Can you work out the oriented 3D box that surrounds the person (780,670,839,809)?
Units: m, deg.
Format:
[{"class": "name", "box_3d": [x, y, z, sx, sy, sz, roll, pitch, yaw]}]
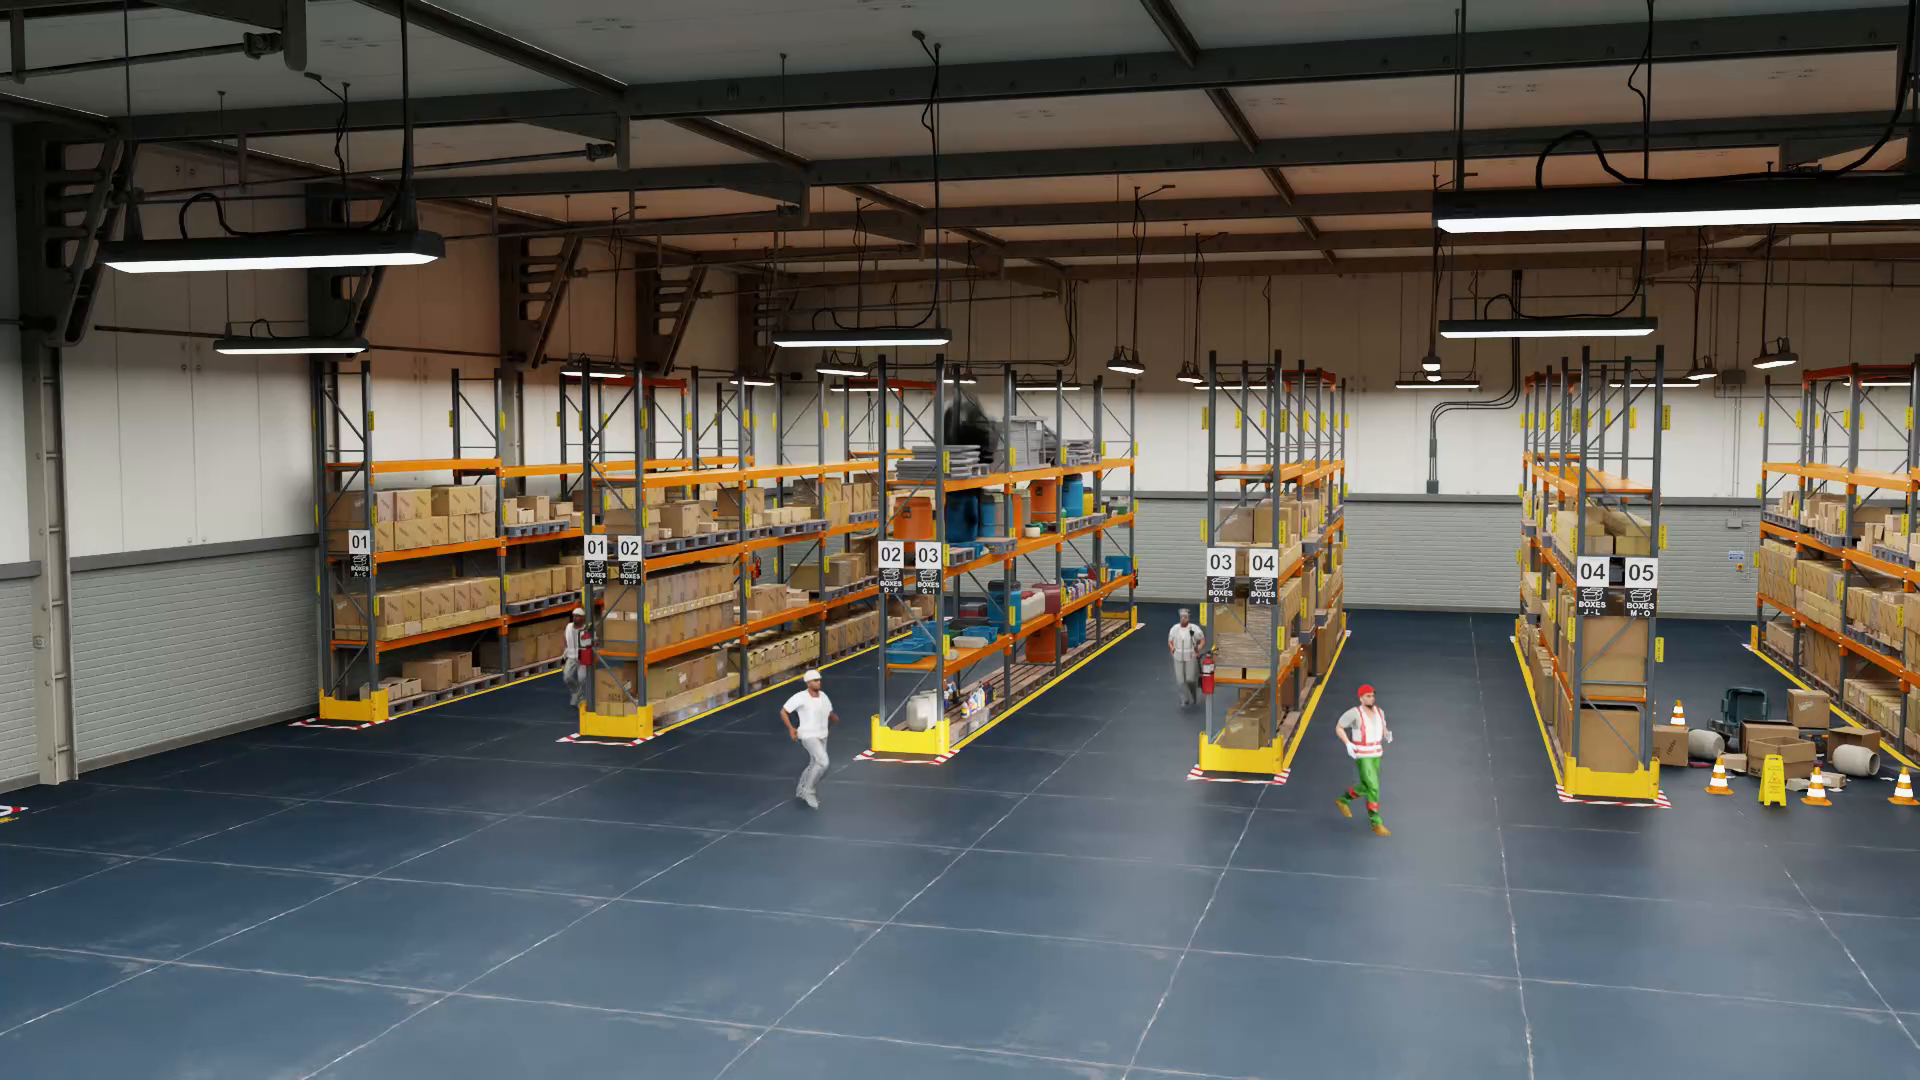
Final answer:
[{"class": "person", "box_3d": [-1.887, 2.579, 21.603, 0.715, 1.782, 0.670, 3, 5, 35]}]

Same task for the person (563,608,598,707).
[{"class": "person", "box_3d": [-6.646, 2.055, 28.907, 0.685, 1.744, 0.604, 1, 4, 9]}]

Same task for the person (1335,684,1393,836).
[{"class": "person", "box_3d": [4.962, 2.653, 20.373, 0.619, 1.795, 0.922, -2, 5, -31]}]

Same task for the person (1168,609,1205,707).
[{"class": "person", "box_3d": [3.910, 2.059, 28.948, 0.638, 1.737, 0.559, 1, 4, 19]}]
